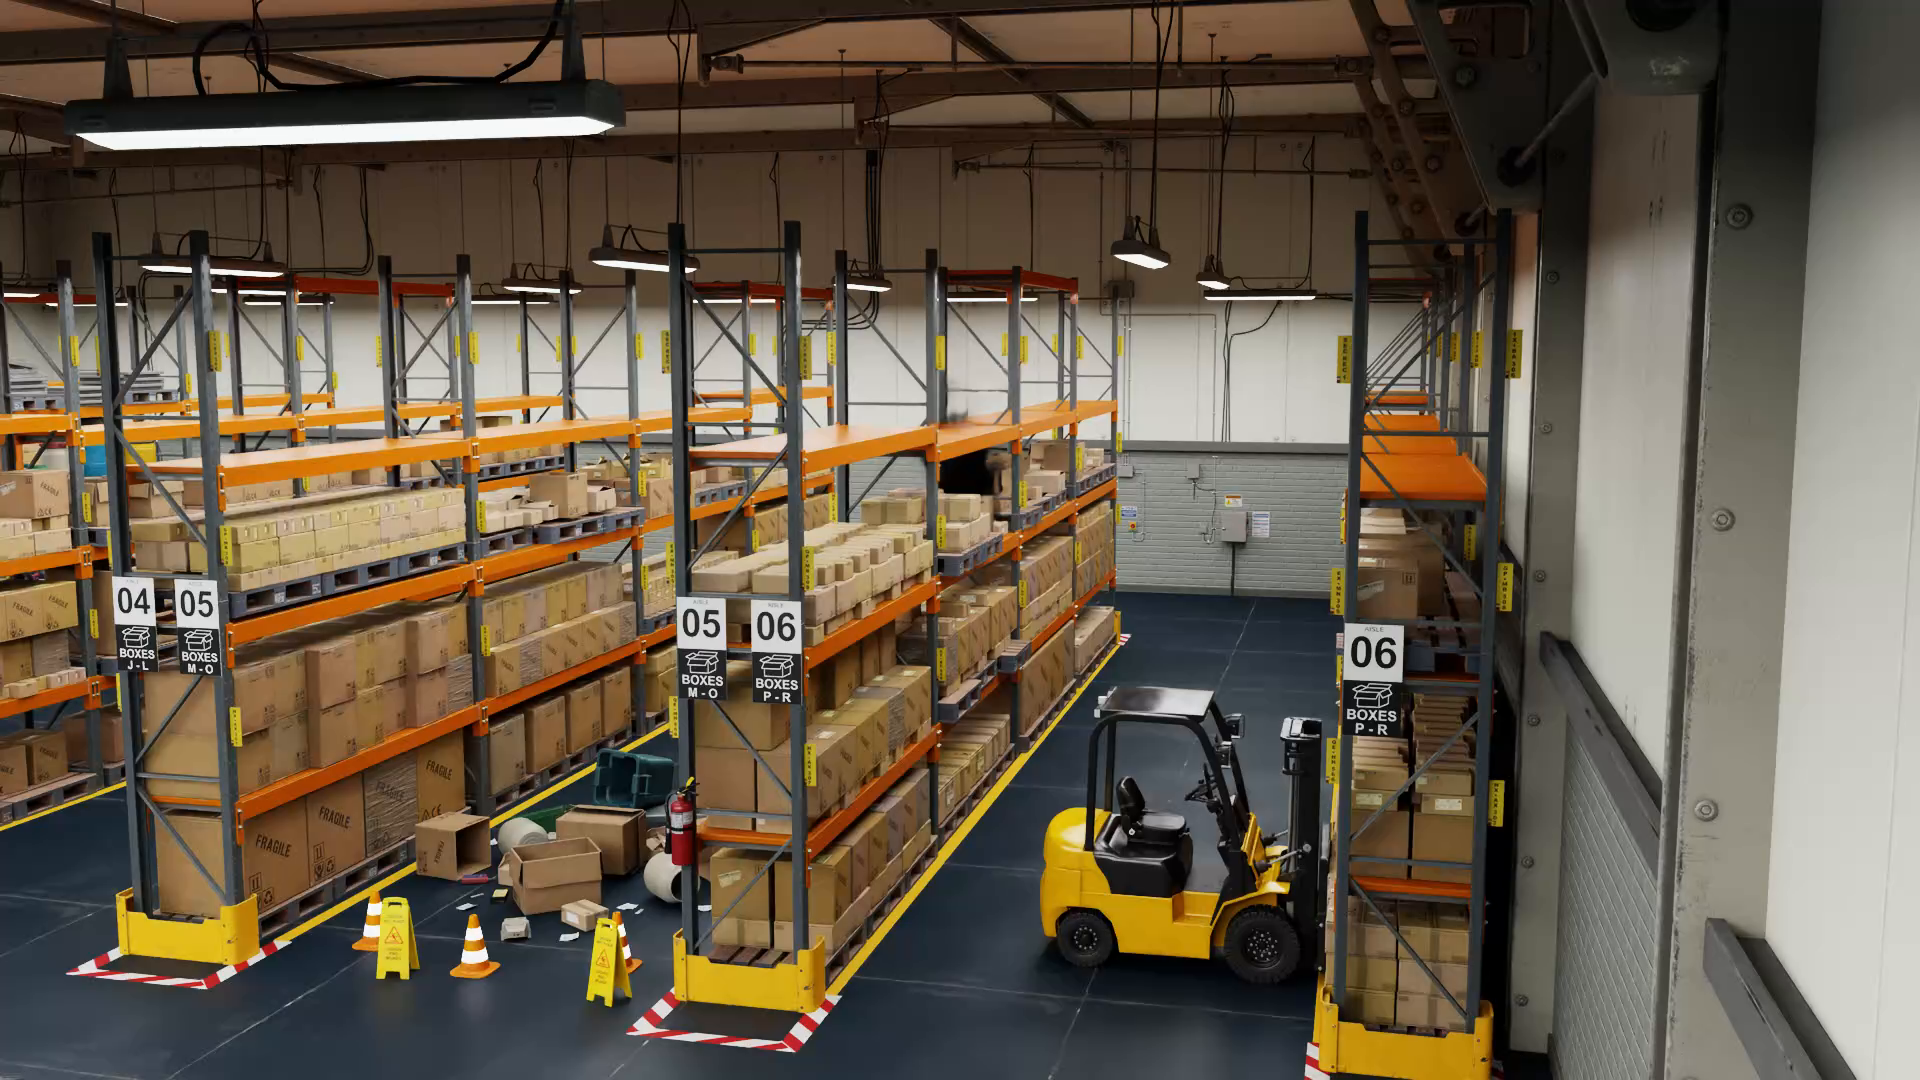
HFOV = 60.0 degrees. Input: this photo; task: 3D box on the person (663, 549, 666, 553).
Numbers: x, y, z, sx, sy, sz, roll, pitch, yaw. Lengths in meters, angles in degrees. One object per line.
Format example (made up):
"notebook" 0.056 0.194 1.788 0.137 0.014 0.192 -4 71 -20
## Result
"person" -4.906 0.952 27.999 0.606 1.632 0.628 2 7 17
